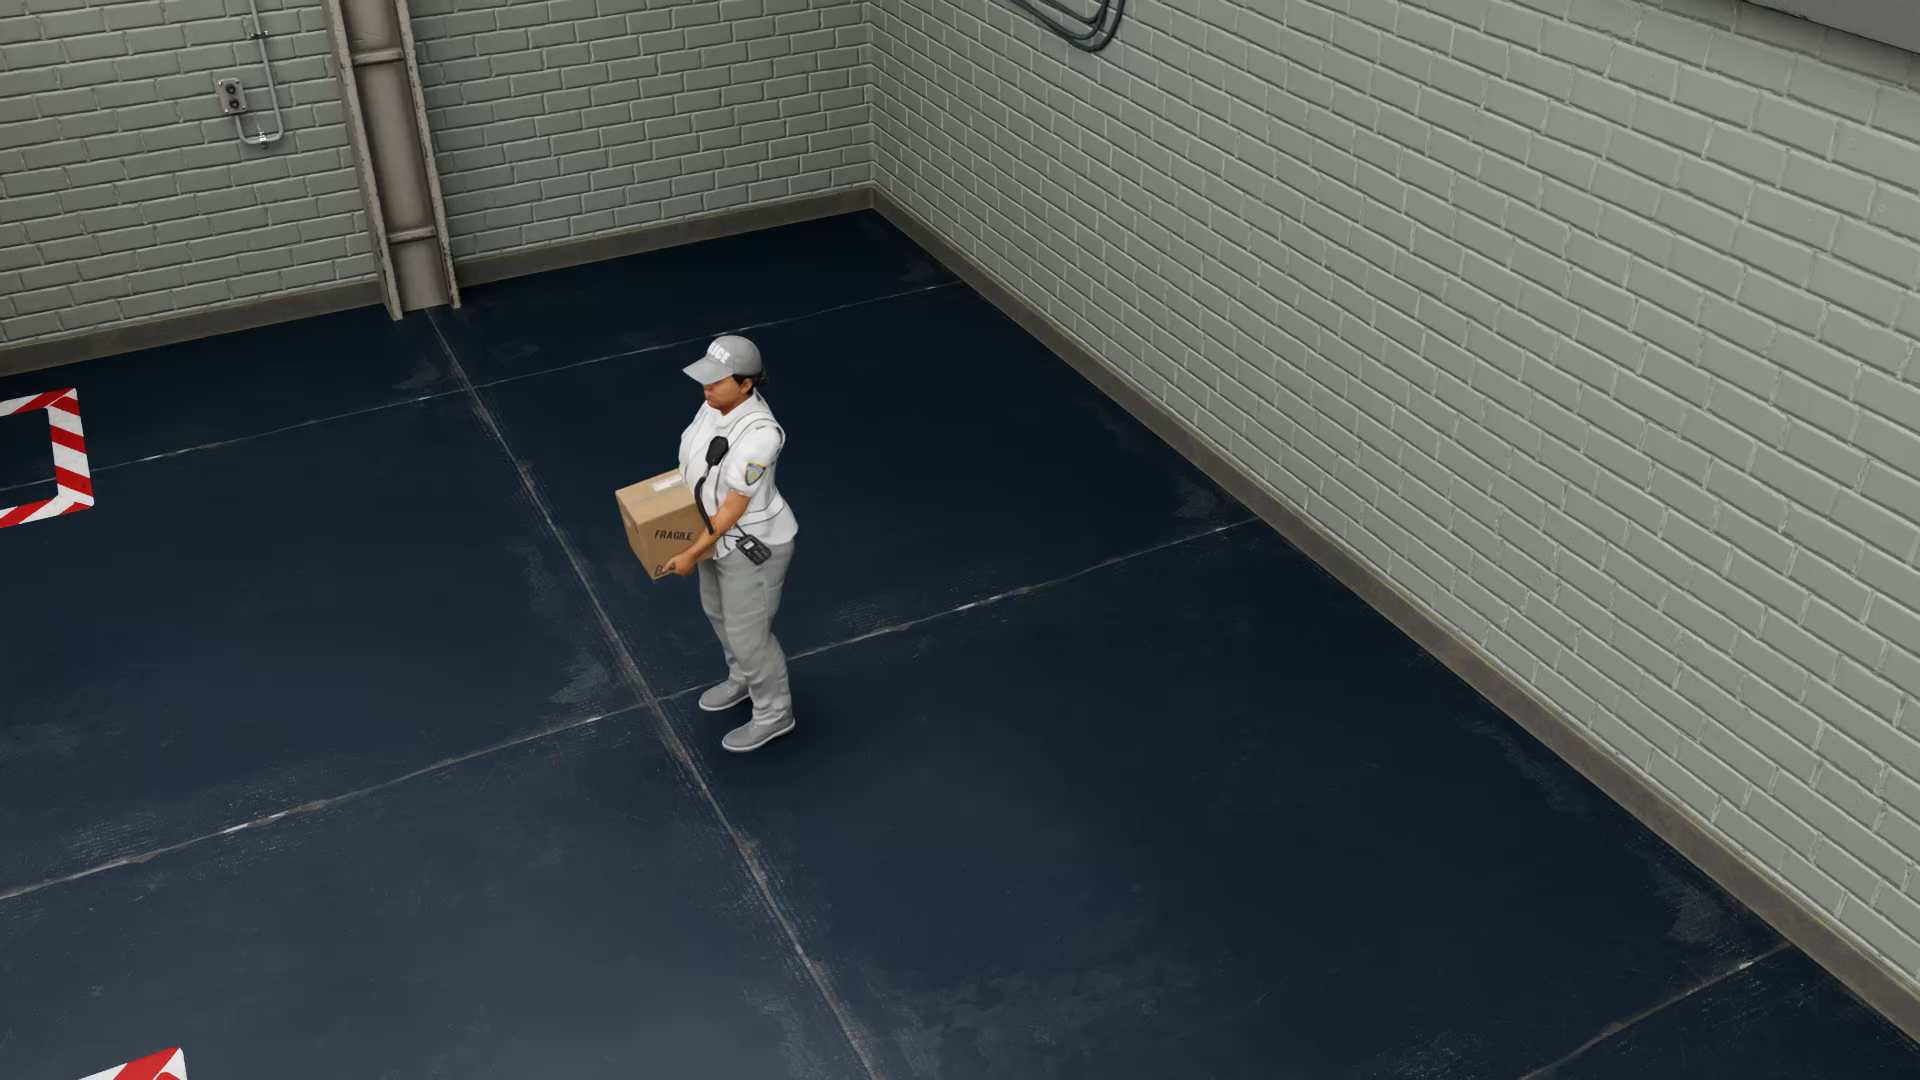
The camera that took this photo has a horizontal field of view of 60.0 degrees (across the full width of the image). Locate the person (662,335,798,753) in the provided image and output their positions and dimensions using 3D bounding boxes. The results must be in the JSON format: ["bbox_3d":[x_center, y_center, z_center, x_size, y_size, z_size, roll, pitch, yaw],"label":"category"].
[{"bbox_3d":[-0.875,0.024,6.110,0.539,1.662,0.452,-16,37,-23],"label":"person"}]
